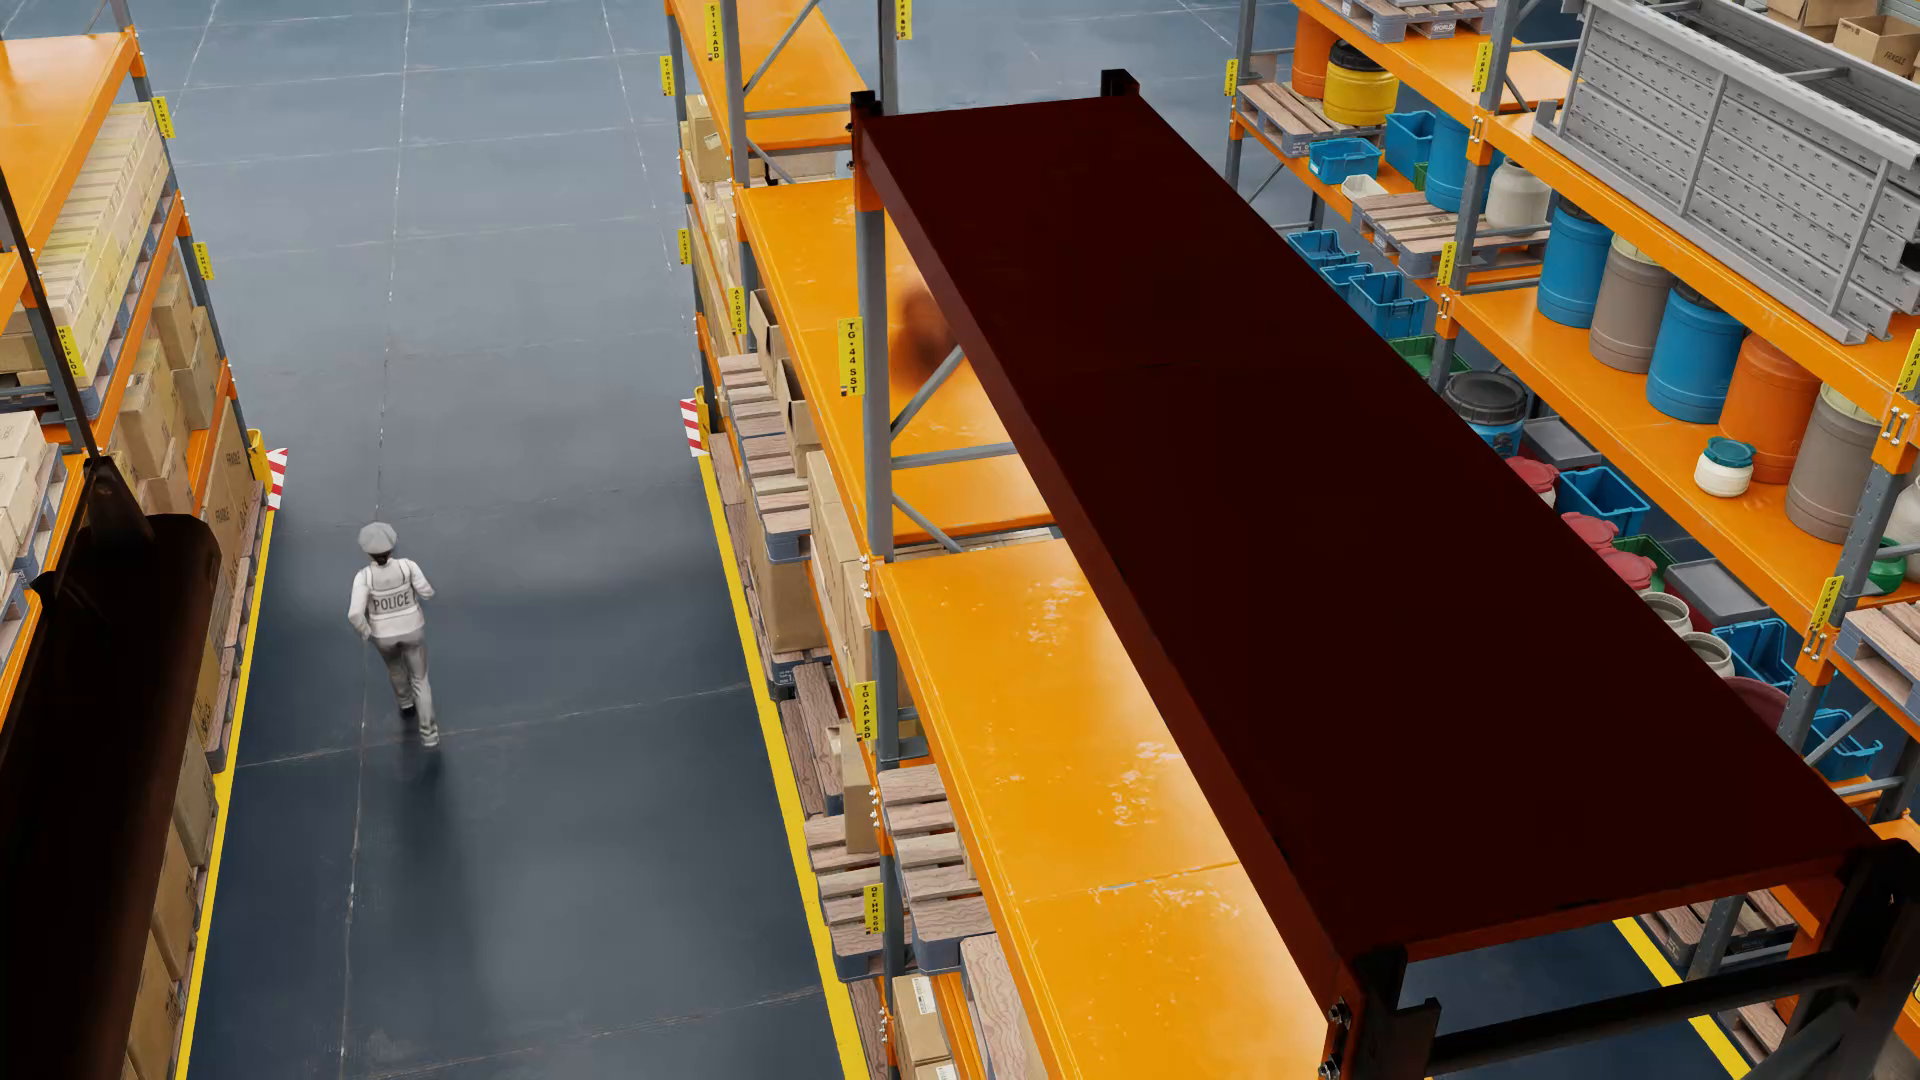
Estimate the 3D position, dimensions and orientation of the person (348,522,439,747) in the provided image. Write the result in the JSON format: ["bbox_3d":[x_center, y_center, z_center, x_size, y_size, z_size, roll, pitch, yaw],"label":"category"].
[{"bbox_3d":[-3.902,0.680,11.599,0.562,1.719,0.857,-10,36,-14],"label":"person"}]
